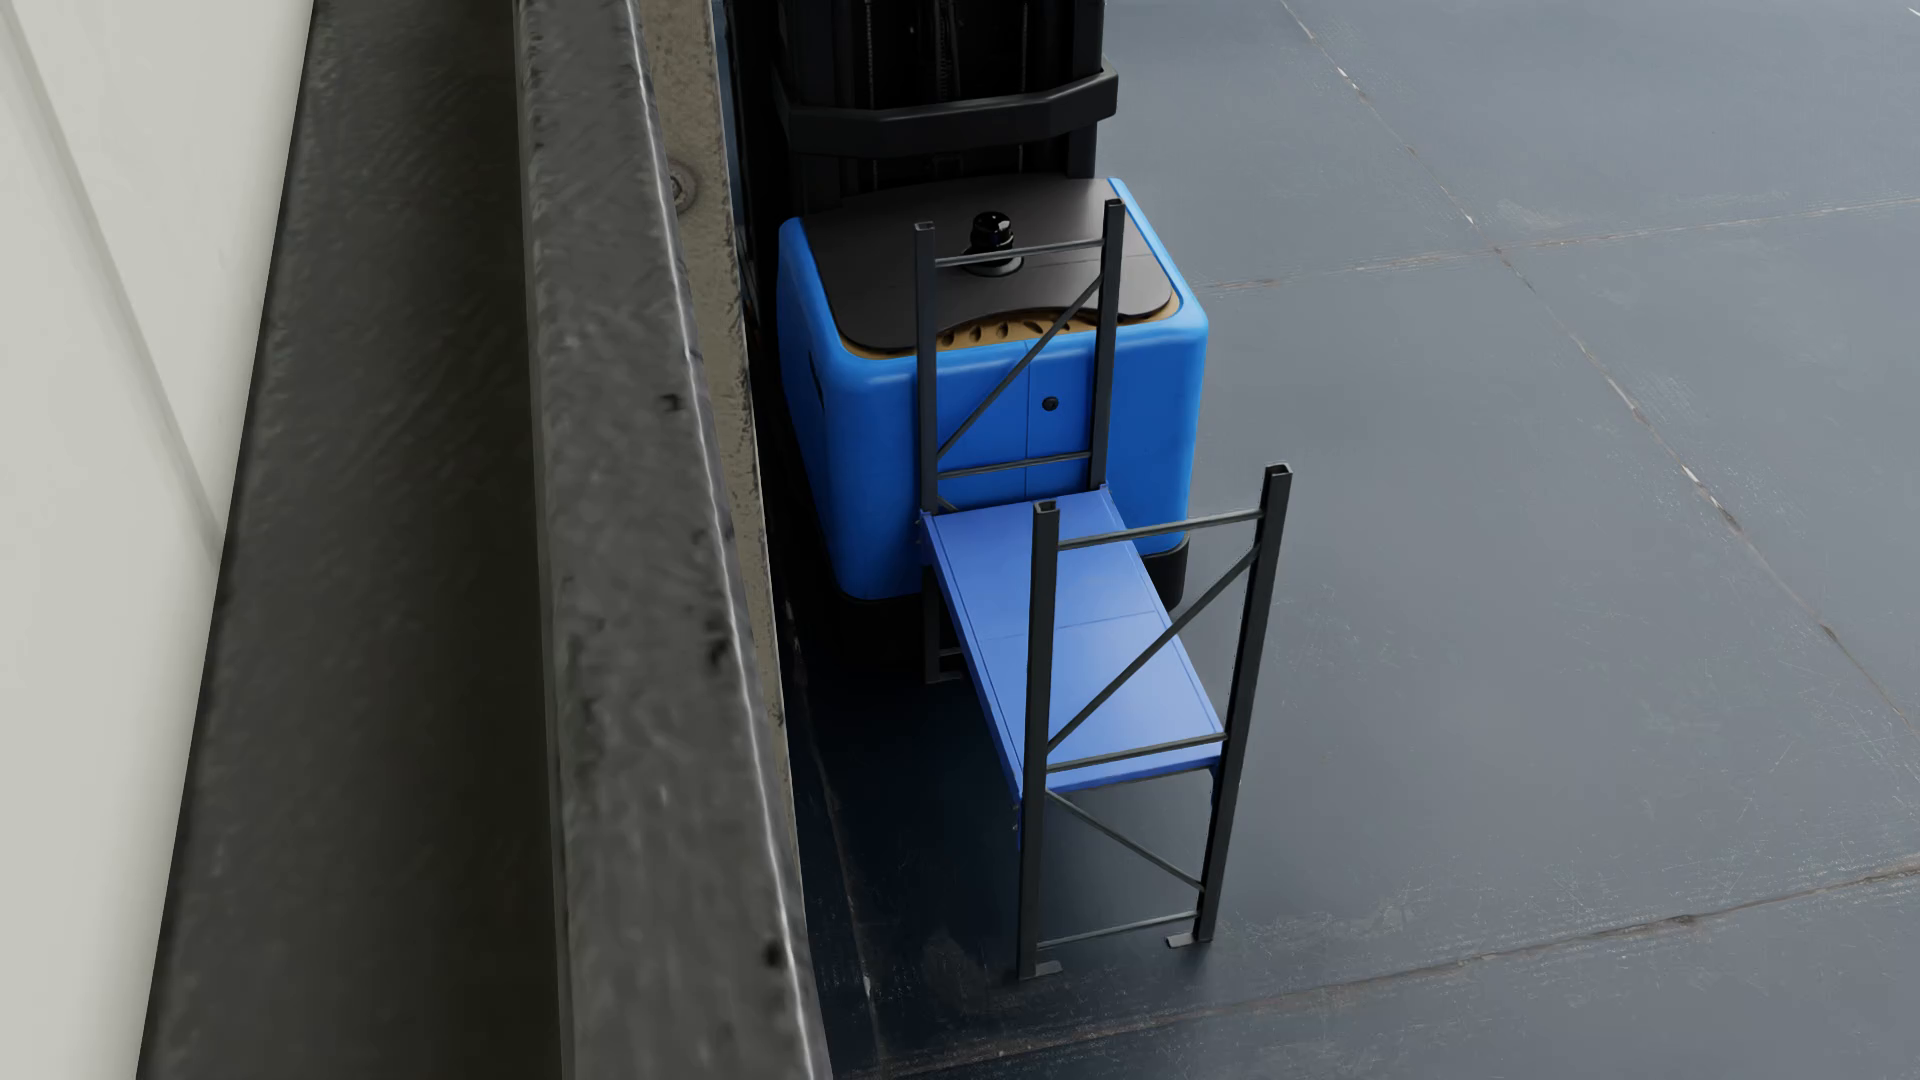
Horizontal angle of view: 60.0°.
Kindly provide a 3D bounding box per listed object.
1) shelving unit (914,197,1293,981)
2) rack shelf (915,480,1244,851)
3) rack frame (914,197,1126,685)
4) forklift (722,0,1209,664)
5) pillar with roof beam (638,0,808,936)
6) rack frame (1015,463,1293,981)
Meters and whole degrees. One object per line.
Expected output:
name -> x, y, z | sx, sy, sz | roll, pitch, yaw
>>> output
shelving unit -> 0.261, 0.135, 3.968 | 0.538, 1.500, 1.048 | -9, 42, -10
rack shelf -> 0.261, 0.269, 4.088 | 0.538, 0.185, 1.000 | -9, 42, -10
rack frame -> 0.141, -0.193, 4.338 | 0.500, 1.500, 0.032 | -9, 42, -10
forklift -> -0.181, -1.732, 4.993 | 1.130, 2.935, 3.031 | -9, 42, -10
pillar with roof beam -> 3.726, -2.694, 1.507 | 9.100, 9.000, 0.400 | -8, 42, -9
rack frame -> 0.382, 0.463, 3.599 | 0.500, 1.500, 0.032 | -9, 42, -10
